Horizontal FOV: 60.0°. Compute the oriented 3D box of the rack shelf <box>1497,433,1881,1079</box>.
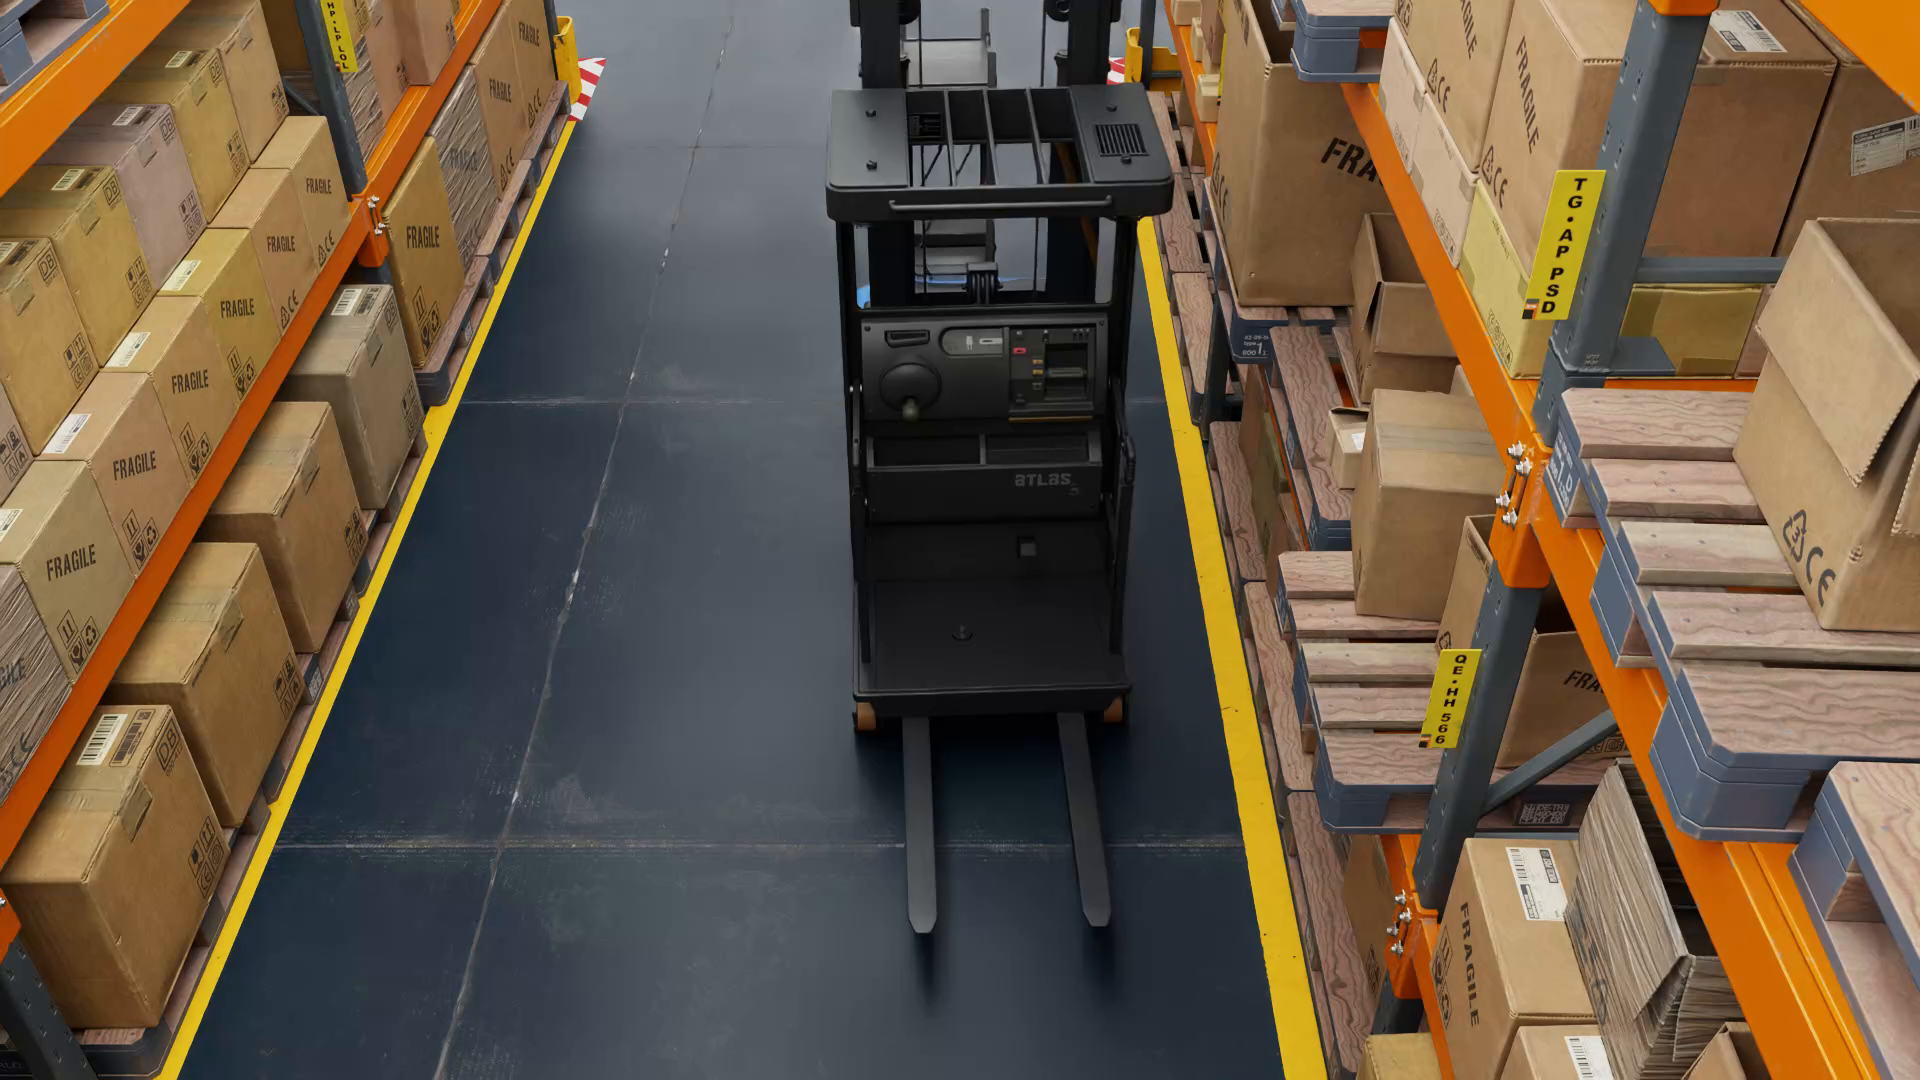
[{"bbox_3d":[1.727,1.161,2.079,1.077,0.370,4.000,0,39,0],"label":"rack shelf"}]

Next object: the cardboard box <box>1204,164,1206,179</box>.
[{"bbox_3d":[1.716,-2.235,9.804,0.500,0.500,0.500,3,39,4],"label":"cardboard box"}]

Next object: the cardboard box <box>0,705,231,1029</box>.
[{"bbox_3d":[-3.146,1.074,5.475,1.050,0.750,0.750,-1,39,-1],"label":"cardboard box"}]

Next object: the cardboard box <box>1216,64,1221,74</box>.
[{"bbox_3d":[1.514,-2.363,8.501,0.380,0.149,0.250,0,39,0],"label":"cardboard box"}]

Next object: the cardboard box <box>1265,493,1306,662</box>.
[{"bbox_3d":[1.682,0.135,6.831,0.700,0.500,0.500,-3,39,-4],"label":"cardboard box"}]

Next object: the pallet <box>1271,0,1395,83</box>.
[{"bbox_3d":[1.618,-1.764,5.304,1.213,0.211,1.003,0,39,0],"label":"pallet"}]

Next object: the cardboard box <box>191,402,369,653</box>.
[{"bbox_3d":[-3.152,-0.056,6.884,1.050,0.750,0.750,0,39,0],"label":"cardboard box"}]

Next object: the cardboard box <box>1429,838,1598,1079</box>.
[{"bbox_3d":[1.453,1.065,3.942,0.500,0.500,0.500,1,39,1],"label":"cardboard box"}]

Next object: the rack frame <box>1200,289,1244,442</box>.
[{"bbox_3d":[1.720,-1.701,7.474,1.000,3.000,0.127,0,39,0],"label":"rack frame"}]

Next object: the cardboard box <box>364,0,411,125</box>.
[{"bbox_3d":[-3.276,-2.394,8.219,0.875,0.550,0.550,0,39,0],"label":"cardboard box"}]

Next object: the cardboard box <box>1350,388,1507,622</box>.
[{"bbox_3d":[1.583,-0.090,5.047,0.700,0.500,0.500,5,39,7],"label":"cardboard box"}]

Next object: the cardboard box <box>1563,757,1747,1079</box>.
[{"bbox_3d":[1.709,0.827,3.437,0.797,0.503,0.637,1,39,1],"label":"cardboard box"}]

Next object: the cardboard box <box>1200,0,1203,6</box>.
[{"bbox_3d":[1.755,-3.076,8.872,0.875,0.500,0.500,0,39,0],"label":"cardboard box"}]

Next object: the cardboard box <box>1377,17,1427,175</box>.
[{"bbox_3d":[1.467,-1.233,4.612,0.500,0.250,0.500,1,39,1],"label":"cardboard box"}]

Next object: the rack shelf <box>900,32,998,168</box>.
[{"bbox_3d":[-0.061,-1.896,7.339,0.431,0.518,0.480,-2,39,-2],"label":"rack shelf"}]

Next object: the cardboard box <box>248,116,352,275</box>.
[{"bbox_3d":[-2.972,-1.474,7.111,0.500,0.500,0.500,0,39,0],"label":"cardboard box"}]

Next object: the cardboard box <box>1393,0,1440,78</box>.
[{"bbox_3d":[1.477,-1.533,4.386,0.500,0.500,0.500,1,39,1],"label":"cardboard box"}]

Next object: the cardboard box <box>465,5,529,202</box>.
[{"bbox_3d":[-3.175,-2.623,9.988,0.875,0.875,0.875,-1,39,-1],"label":"cardboard box"}]

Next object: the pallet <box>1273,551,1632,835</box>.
[{"bbox_3d":[1.617,0.429,4.969,1.213,0.211,1.003,0,39,0],"label":"pallet"}]

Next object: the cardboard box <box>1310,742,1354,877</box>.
[{"bbox_3d":[1.690,0.838,5.953,0.700,0.500,0.500,-3,39,-4],"label":"cardboard box"}]

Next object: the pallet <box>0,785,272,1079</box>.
[{"bbox_3d":[-3.161,1.336,5.915,1.003,0.211,1.213,0,39,0],"label":"pallet"}]

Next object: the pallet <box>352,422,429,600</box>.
[{"bbox_3d":[-3.164,-0.190,7.819,1.003,0.211,1.213,0,39,0],"label":"pallet"}]

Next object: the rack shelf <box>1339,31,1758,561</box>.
[{"bbox_3d":[1.722,-1.340,5.201,1.077,0.370,4.000,0,39,0],"label":"rack shelf"}]

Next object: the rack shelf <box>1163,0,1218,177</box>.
[{"bbox_3d":[1.717,-2.671,9.260,1.077,0.370,4.000,0,39,0],"label":"rack shelf"}]

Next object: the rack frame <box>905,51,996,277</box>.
[{"bbox_3d":[-0.050,-1.208,7.578,0.400,2.100,0.015,-2,39,-2],"label":"rack frame"}]

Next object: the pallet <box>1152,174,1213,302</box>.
[{"bbox_3d":[1.679,-1.798,9.825,1.003,0.211,1.213,0,39,0],"label":"pallet"}]

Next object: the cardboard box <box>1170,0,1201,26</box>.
[{"bbox_3d":[1.382,-2.988,9.281,0.380,0.149,0.250,0,39,0],"label":"cardboard box"}]

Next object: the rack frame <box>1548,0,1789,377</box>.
[{"bbox_3d":[1.724,-1.541,2.477,1.000,3.000,0.127,0,39,0],"label":"rack frame"}]

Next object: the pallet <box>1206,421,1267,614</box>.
[{"bbox_3d":[1.722,-0.126,7.739,1.003,0.211,1.213,0,39,0],"label":"pallet"}]

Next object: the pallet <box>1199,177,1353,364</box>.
[{"bbox_3d":[1.575,-1.148,6.938,1.003,0.211,1.213,0,39,0],"label":"pallet"}]

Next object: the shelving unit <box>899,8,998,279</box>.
[{"bbox_3d":[-0.061,-1.360,7.768,0.431,2.100,0.503,-2,39,-2],"label":"shelving unit"}]

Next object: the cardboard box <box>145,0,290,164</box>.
[{"bbox_3d":[-3.234,-1.880,6.817,0.700,0.500,0.500,-1,39,-1],"label":"cardboard box"}]

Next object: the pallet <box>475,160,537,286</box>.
[{"bbox_3d":[-3.167,-1.913,9.969,1.003,0.211,1.213,0,39,0],"label":"pallet"}]

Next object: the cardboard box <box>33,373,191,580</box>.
[{"bbox_3d":[-2.970,-0.213,5.537,0.500,0.500,0.500,0,39,0],"label":"cardboard box"}]

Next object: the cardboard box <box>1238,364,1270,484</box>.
[{"bbox_3d":[1.699,-0.514,7.639,0.700,0.500,0.500,-3,39,-4],"label":"cardboard box"}]

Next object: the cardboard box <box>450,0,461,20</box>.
[{"bbox_3d":[-3.260,-3.063,9.054,0.875,0.550,0.500,0,39,0],"label":"cardboard box"}]

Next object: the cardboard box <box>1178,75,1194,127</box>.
[{"bbox_3d":[1.699,-3.001,10.759,0.500,0.500,0.500,7,39,8],"label":"cardboard box"}]

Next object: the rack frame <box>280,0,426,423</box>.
[{"bbox_3d":[-3.240,-1.761,7.549,1.000,3.000,0.127,0,39,0],"label":"rack frame"}]

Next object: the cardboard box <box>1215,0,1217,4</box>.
[{"bbox_3d":[1.442,-2.840,7.778,0.500,0.500,0.500,0,39,0],"label":"cardboard box"}]

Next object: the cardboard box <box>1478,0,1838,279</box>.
[{"bbox_3d":[1.474,-0.903,3.599,0.500,0.500,0.500,1,39,1],"label":"cardboard box"}]

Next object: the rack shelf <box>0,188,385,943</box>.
[{"bbox_3d":[-3.238,-0.230,6.213,1.077,0.370,4.000,0,39,0],"label":"rack shelf"}]

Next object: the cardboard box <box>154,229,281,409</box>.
[{"bbox_3d":[-2.971,-0.842,6.322,0.500,0.500,0.500,0,39,0],"label":"cardboard box"}]

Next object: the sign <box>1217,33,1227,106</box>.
[{"bbox_3d":[1.177,-2.034,7.197,0.100,0.325,0.005,0,39,0],"label":"sign"}]

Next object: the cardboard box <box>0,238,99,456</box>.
[{"bbox_3d":[-3.231,-0.607,5.229,0.700,0.500,0.500,-1,39,-1],"label":"cardboard box"}]

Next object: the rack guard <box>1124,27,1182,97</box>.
[{"bbox_3d":[1.715,-3.180,11.318,1.175,0.500,0.348,0,39,0],"label":"rack guard"}]

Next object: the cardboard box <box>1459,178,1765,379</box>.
[{"bbox_3d":[1.478,-0.609,3.833,0.500,0.250,0.500,0,39,0],"label":"cardboard box"}]

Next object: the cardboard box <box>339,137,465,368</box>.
[{"bbox_3d":[-3.171,-1.489,8.573,0.875,0.875,0.875,1,39,1],"label":"cardboard box"}]

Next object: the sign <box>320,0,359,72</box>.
[{"bbox_3d":[-2.698,-2.188,7.220,0.100,0.325,0.005,0,39,0],"label":"sign"}]

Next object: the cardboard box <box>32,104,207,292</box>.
[{"bbox_3d":[-3.231,-1.242,6.022,0.700,0.500,0.500,0,39,0],"label":"cardboard box"}]

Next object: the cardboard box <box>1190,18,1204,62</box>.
[{"bbox_3d":[1.438,-2.676,8.891,0.380,0.149,0.250,0,39,0],"label":"cardboard box"}]

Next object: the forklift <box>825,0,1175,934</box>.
[{"bbox_3d":[0.107,-0.575,6.124,1.130,2.935,3.031,-2,39,-2],"label":"forklift"}]

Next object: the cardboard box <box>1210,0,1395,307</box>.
[{"bbox_3d":[1.581,-1.602,6.535,1.000,1.000,1.000,0,39,0],"label":"cardboard box"}]

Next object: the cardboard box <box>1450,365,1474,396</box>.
[{"bbox_3d":[1.952,-0.354,5.577,0.500,0.250,0.500,-1,39,-1],"label":"cardboard box"}]

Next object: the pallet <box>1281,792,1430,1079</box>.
[{"bbox_3d":[1.725,1.400,5.835,1.003,0.211,1.213,0,39,0],"label":"pallet"}]

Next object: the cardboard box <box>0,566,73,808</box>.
[{"bbox_3d":[-2.966,0.420,4.747,0.500,0.500,0.500,0,39,0],"label":"cardboard box"}]

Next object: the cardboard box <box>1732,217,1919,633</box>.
[{"bbox_3d":[1.797,-0.193,2.775,0.797,0.503,0.637,2,39,3],"label":"cardboard box"}]
